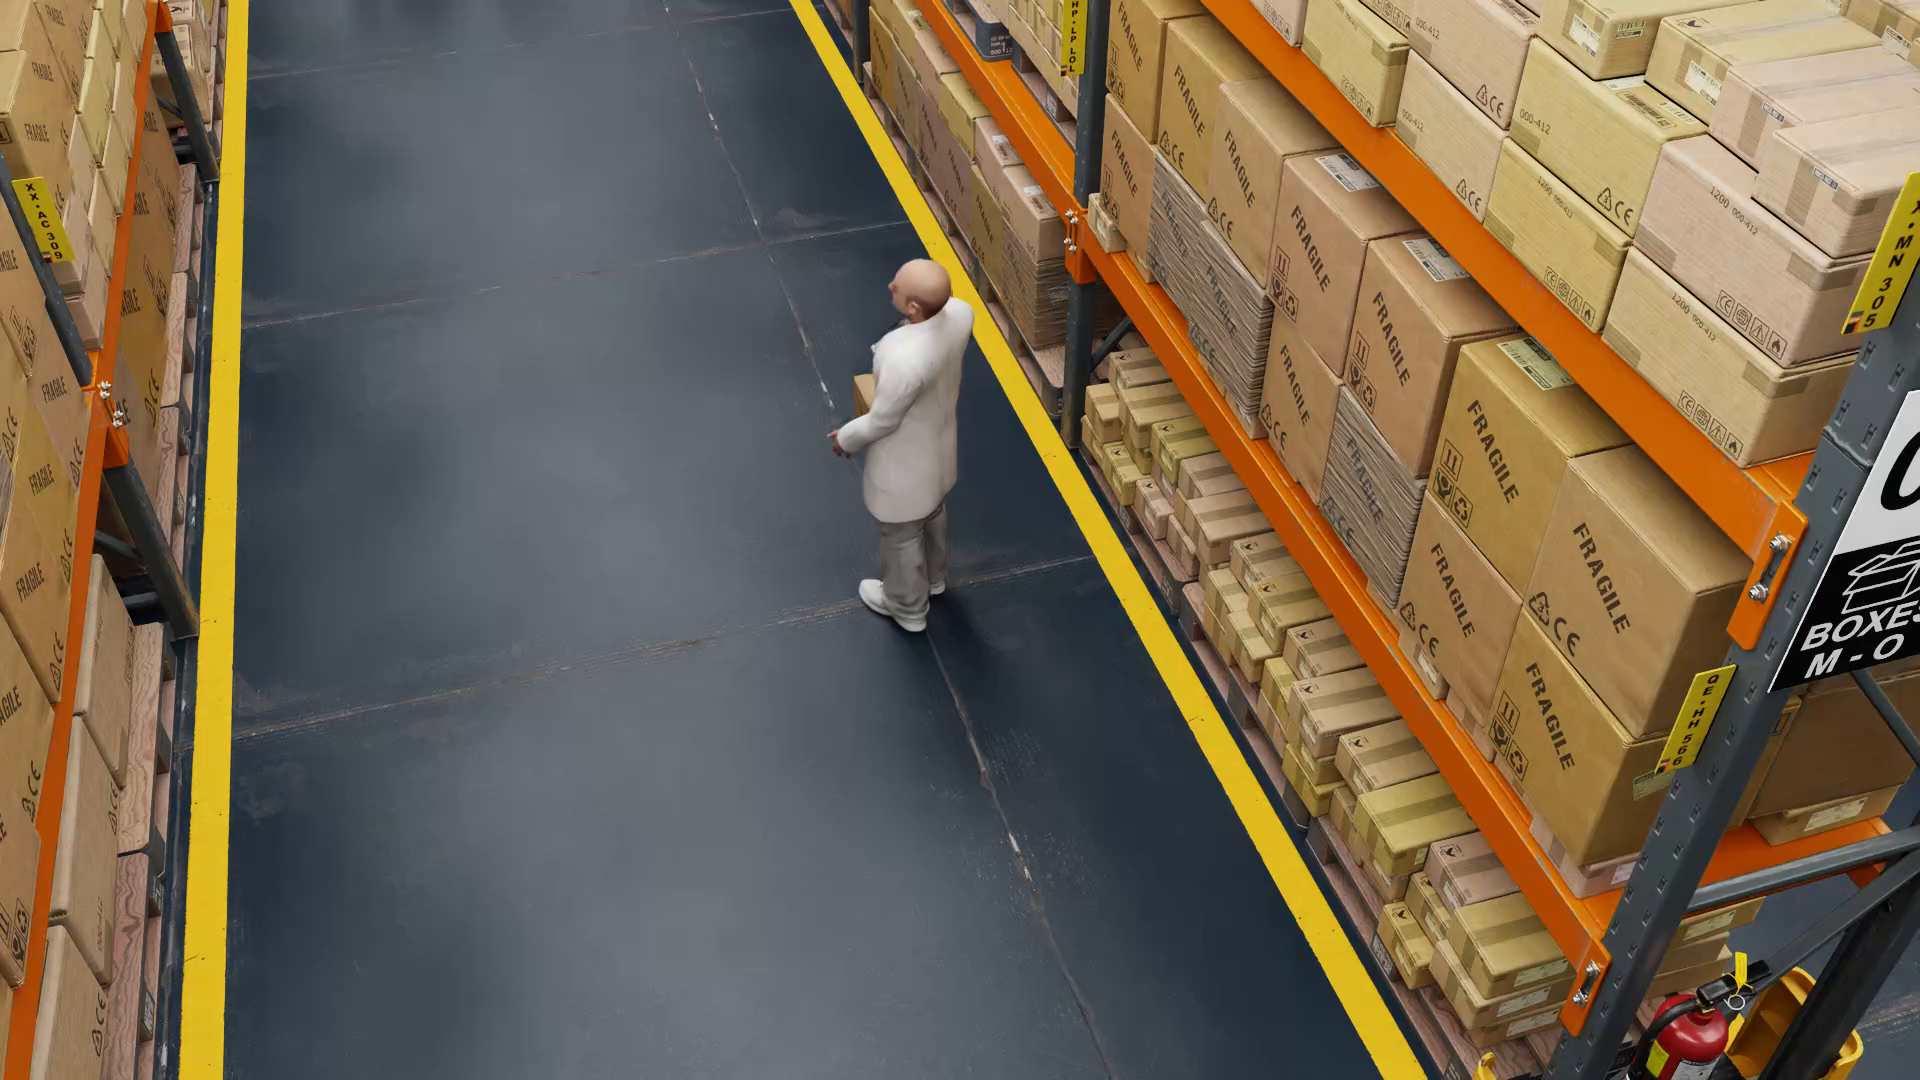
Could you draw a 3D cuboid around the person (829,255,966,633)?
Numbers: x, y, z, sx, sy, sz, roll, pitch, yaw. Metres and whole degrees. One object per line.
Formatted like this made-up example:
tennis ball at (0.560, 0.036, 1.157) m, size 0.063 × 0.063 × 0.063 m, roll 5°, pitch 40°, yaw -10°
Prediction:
person at (-0.239, -0.401, 6.601) m, size 0.473 × 1.788 × 0.628 m, roll 11°, pitch 43°, yaw 12°
